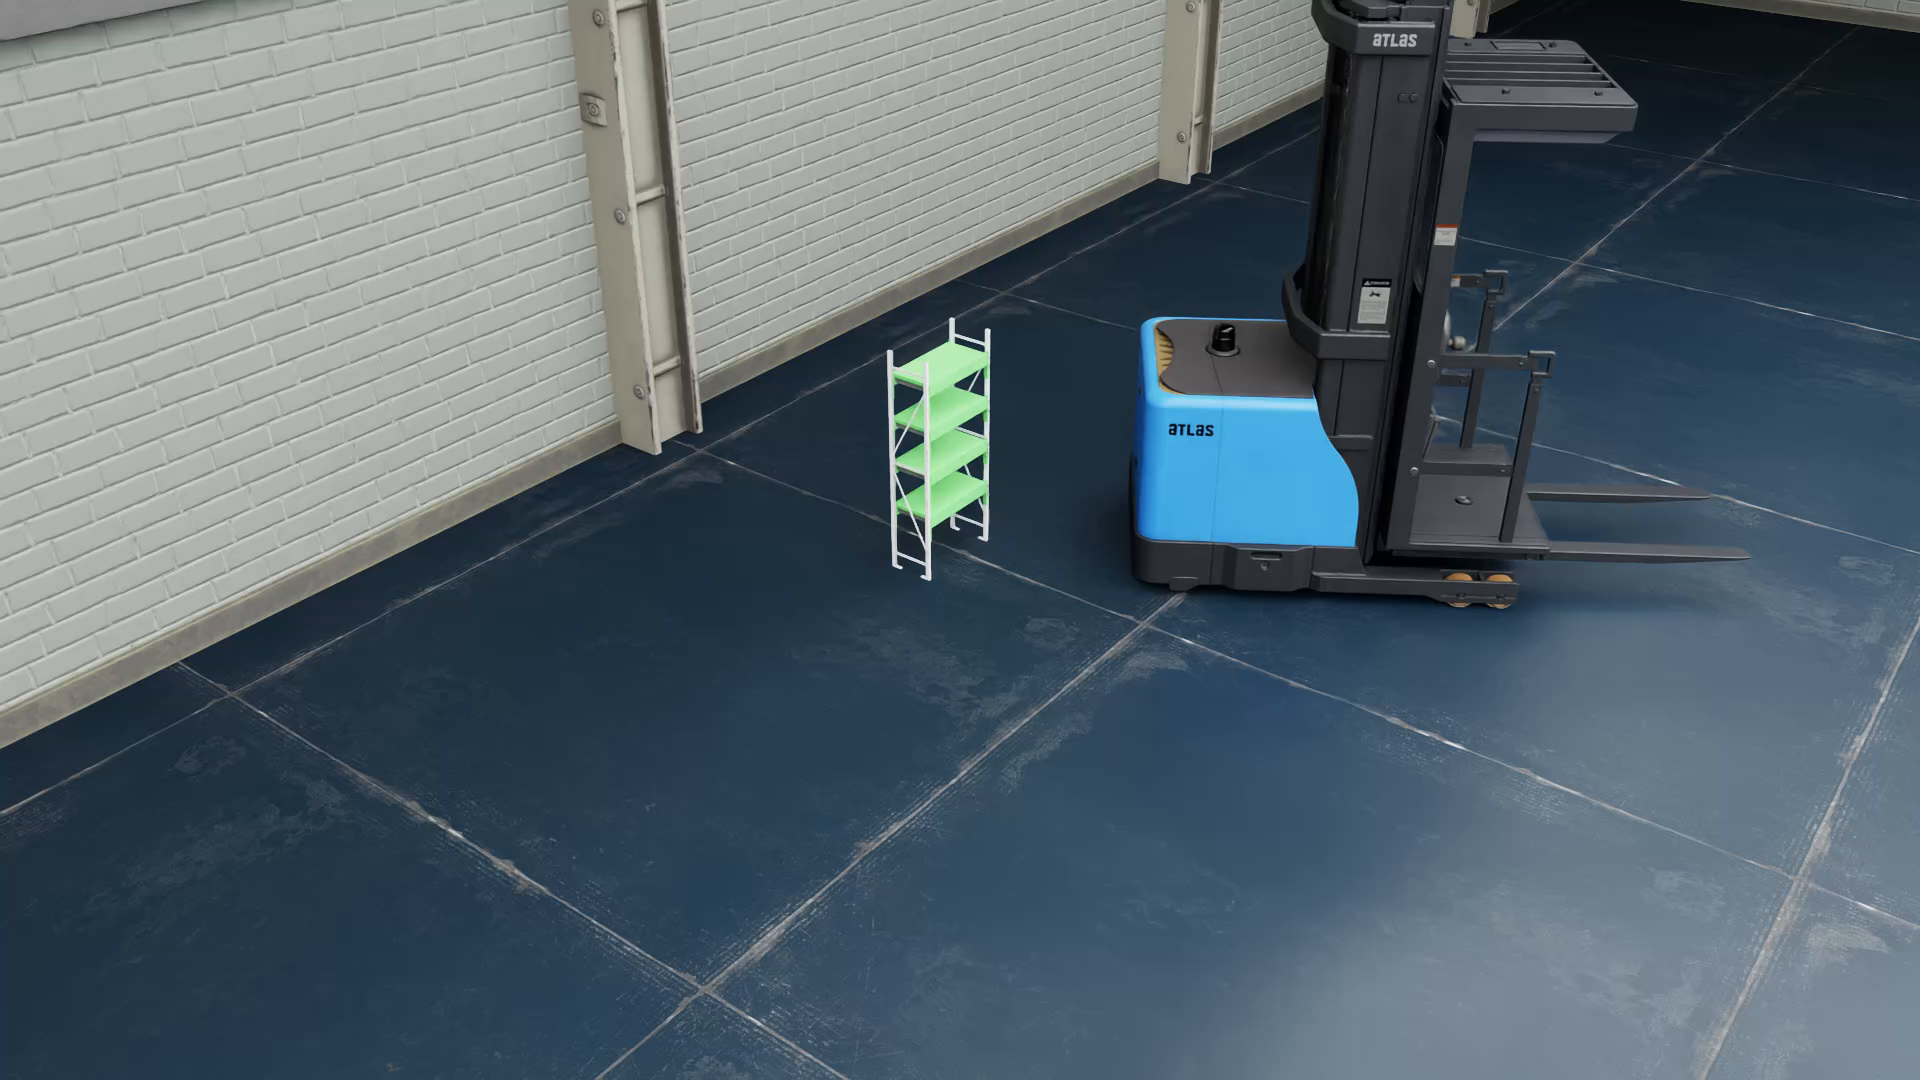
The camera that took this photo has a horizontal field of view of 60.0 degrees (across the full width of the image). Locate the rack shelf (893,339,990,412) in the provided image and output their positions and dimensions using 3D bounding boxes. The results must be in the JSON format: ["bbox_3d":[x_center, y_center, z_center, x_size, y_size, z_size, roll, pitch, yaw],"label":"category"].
[{"bbox_3d":[-0.100,-0.807,8.118,0.258,0.148,0.480,21,37,31],"label":"rack shelf"}]

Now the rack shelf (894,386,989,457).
[{"bbox_3d":[-0.100,-0.600,8.241,0.258,0.148,0.480,21,37,31],"label":"rack shelf"}]

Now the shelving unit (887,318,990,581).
[{"bbox_3d":[-0.100,-0.449,8.331,0.258,1.200,0.503,21,37,31],"label":"shelving unit"}]

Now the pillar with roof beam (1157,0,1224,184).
[{"bbox_3d":[5.297,-5.600,9.373,9.100,9.000,0.400,21,37,31],"label":"pillar with roof beam"}]

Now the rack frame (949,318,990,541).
[{"bbox_3d":[0.047,-0.548,8.498,0.240,1.200,0.015,21,37,31],"label":"rack frame"}]

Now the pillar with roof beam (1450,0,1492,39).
[{"bbox_3d":[8.919,-8.039,13.488,9.100,9.000,0.400,21,37,31],"label":"pillar with roof beam"}]

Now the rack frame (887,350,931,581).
[{"bbox_3d":[-0.247,-0.350,8.163,0.240,1.200,0.015,21,37,31],"label":"rack frame"}]

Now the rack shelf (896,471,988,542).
[{"bbox_3d":[-0.100,-0.187,8.485,0.258,0.148,0.480,21,37,31],"label":"rack shelf"}]

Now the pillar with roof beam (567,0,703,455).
[{"bbox_3d":[1.675,-3.161,5.258,9.100,9.000,0.400,21,37,31],"label":"pillar with roof beam"}]

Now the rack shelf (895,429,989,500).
[{"bbox_3d":[-0.100,-0.394,8.363,0.258,0.148,0.480,21,37,31],"label":"rack shelf"}]

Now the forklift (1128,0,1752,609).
[{"bbox_3d":[2.403,-1.205,7.908,3.031,2.935,1.130,2,31,3],"label":"forklift"}]
